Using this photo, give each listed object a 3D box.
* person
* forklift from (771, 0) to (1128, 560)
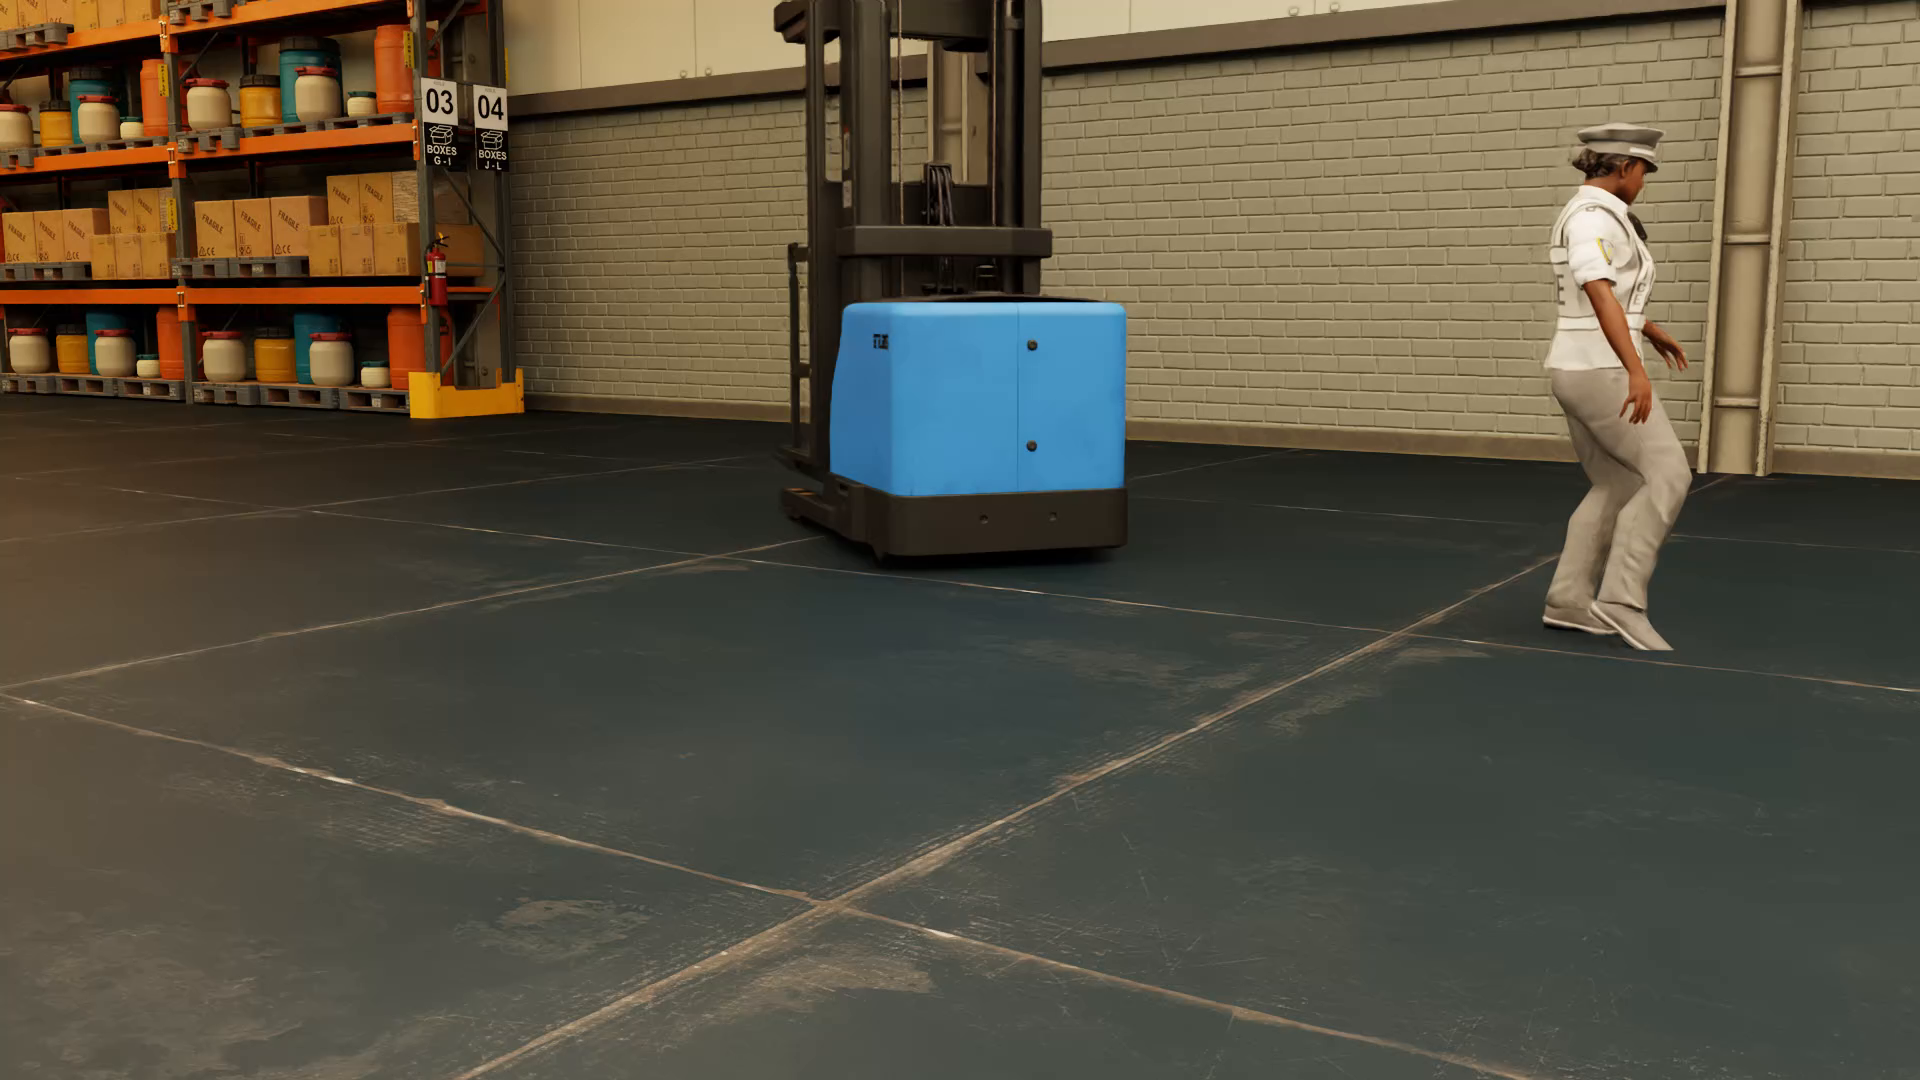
[{"bbox_3d":[2.114,-0.480,5.339,0.459,1.682,0.834,3,9,22],"label":"person"},{"bbox_3d":[-0.259,-1.536,7.998,1.130,2.935,3.031,-3,9,-19],"label":"forklift"}]
